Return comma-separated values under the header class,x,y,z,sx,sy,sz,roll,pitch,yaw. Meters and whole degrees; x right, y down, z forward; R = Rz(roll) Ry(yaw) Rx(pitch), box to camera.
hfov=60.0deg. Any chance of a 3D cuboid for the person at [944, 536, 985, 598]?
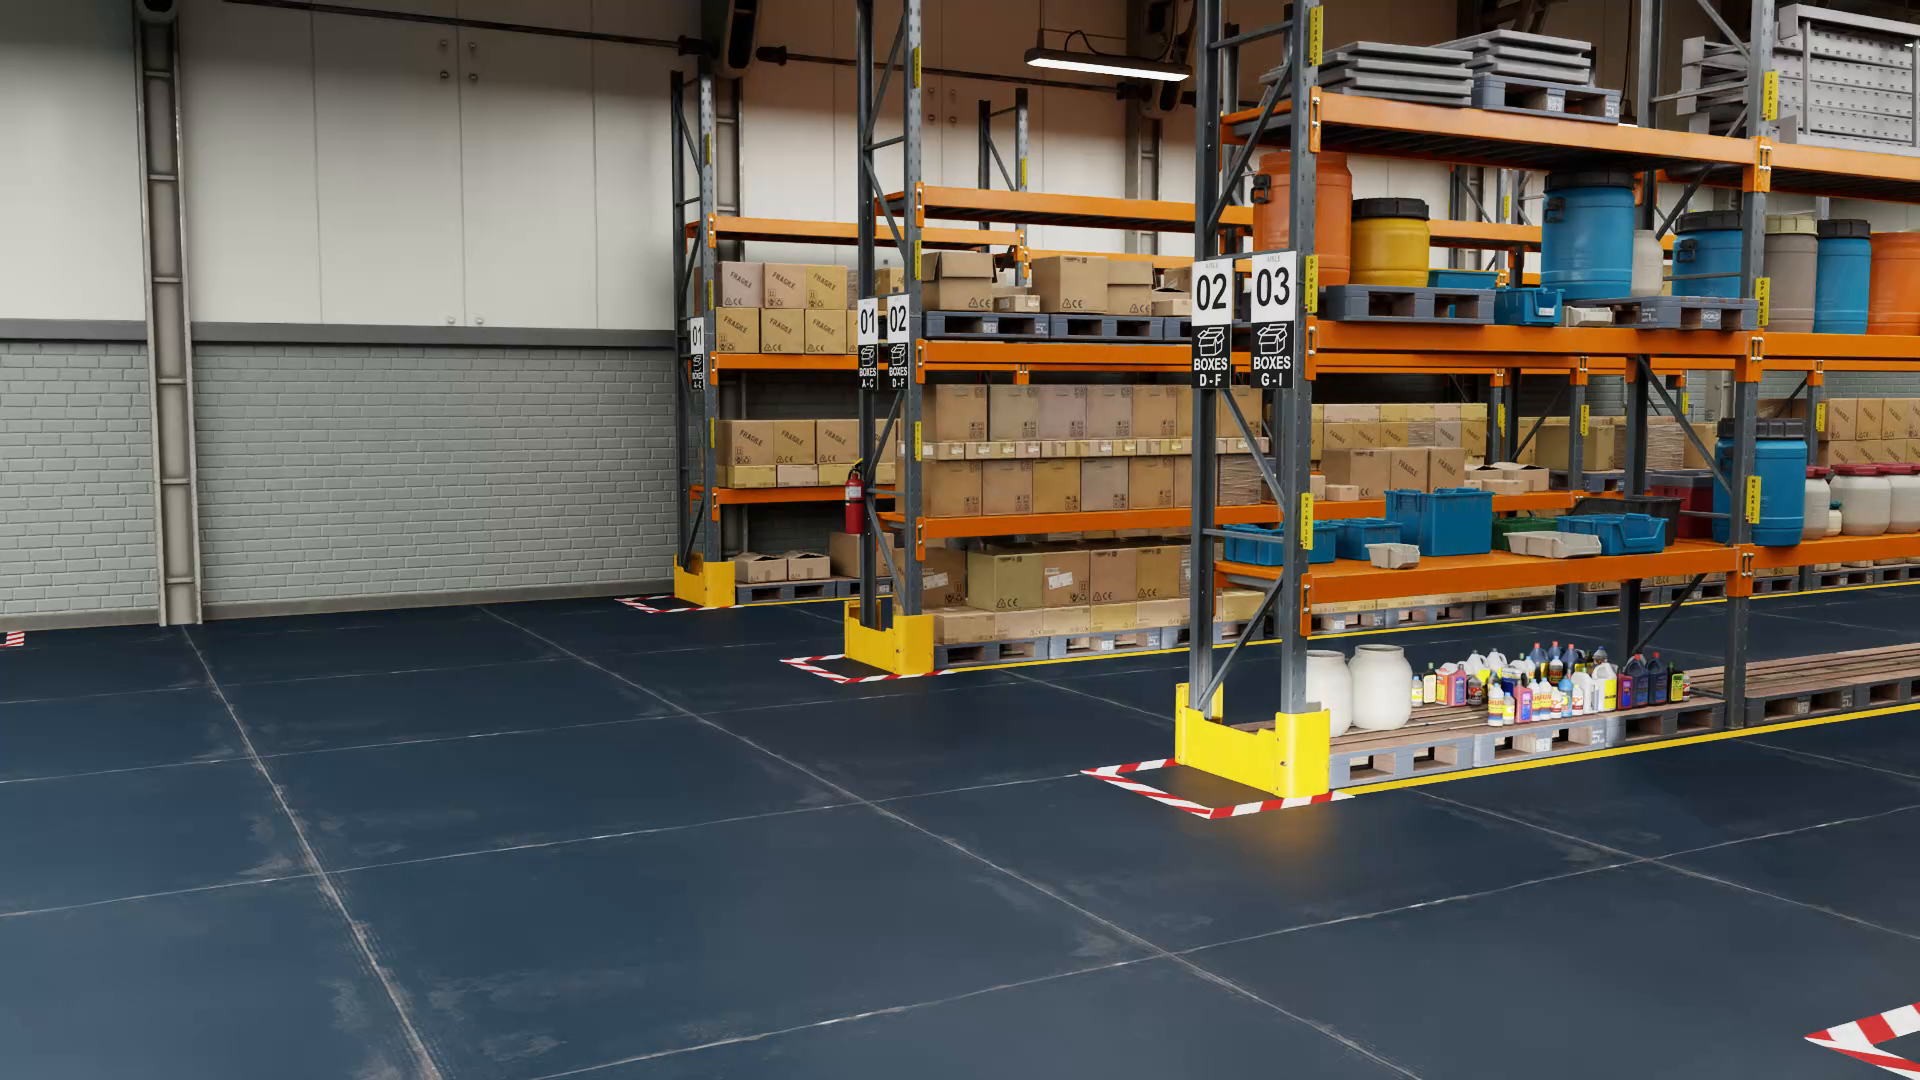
class,x,y,z,sx,sy,sz,roll,pitch,yaw
person,0.047,0.033,17.248,0.440,1.653,0.300,-3,6,-28
